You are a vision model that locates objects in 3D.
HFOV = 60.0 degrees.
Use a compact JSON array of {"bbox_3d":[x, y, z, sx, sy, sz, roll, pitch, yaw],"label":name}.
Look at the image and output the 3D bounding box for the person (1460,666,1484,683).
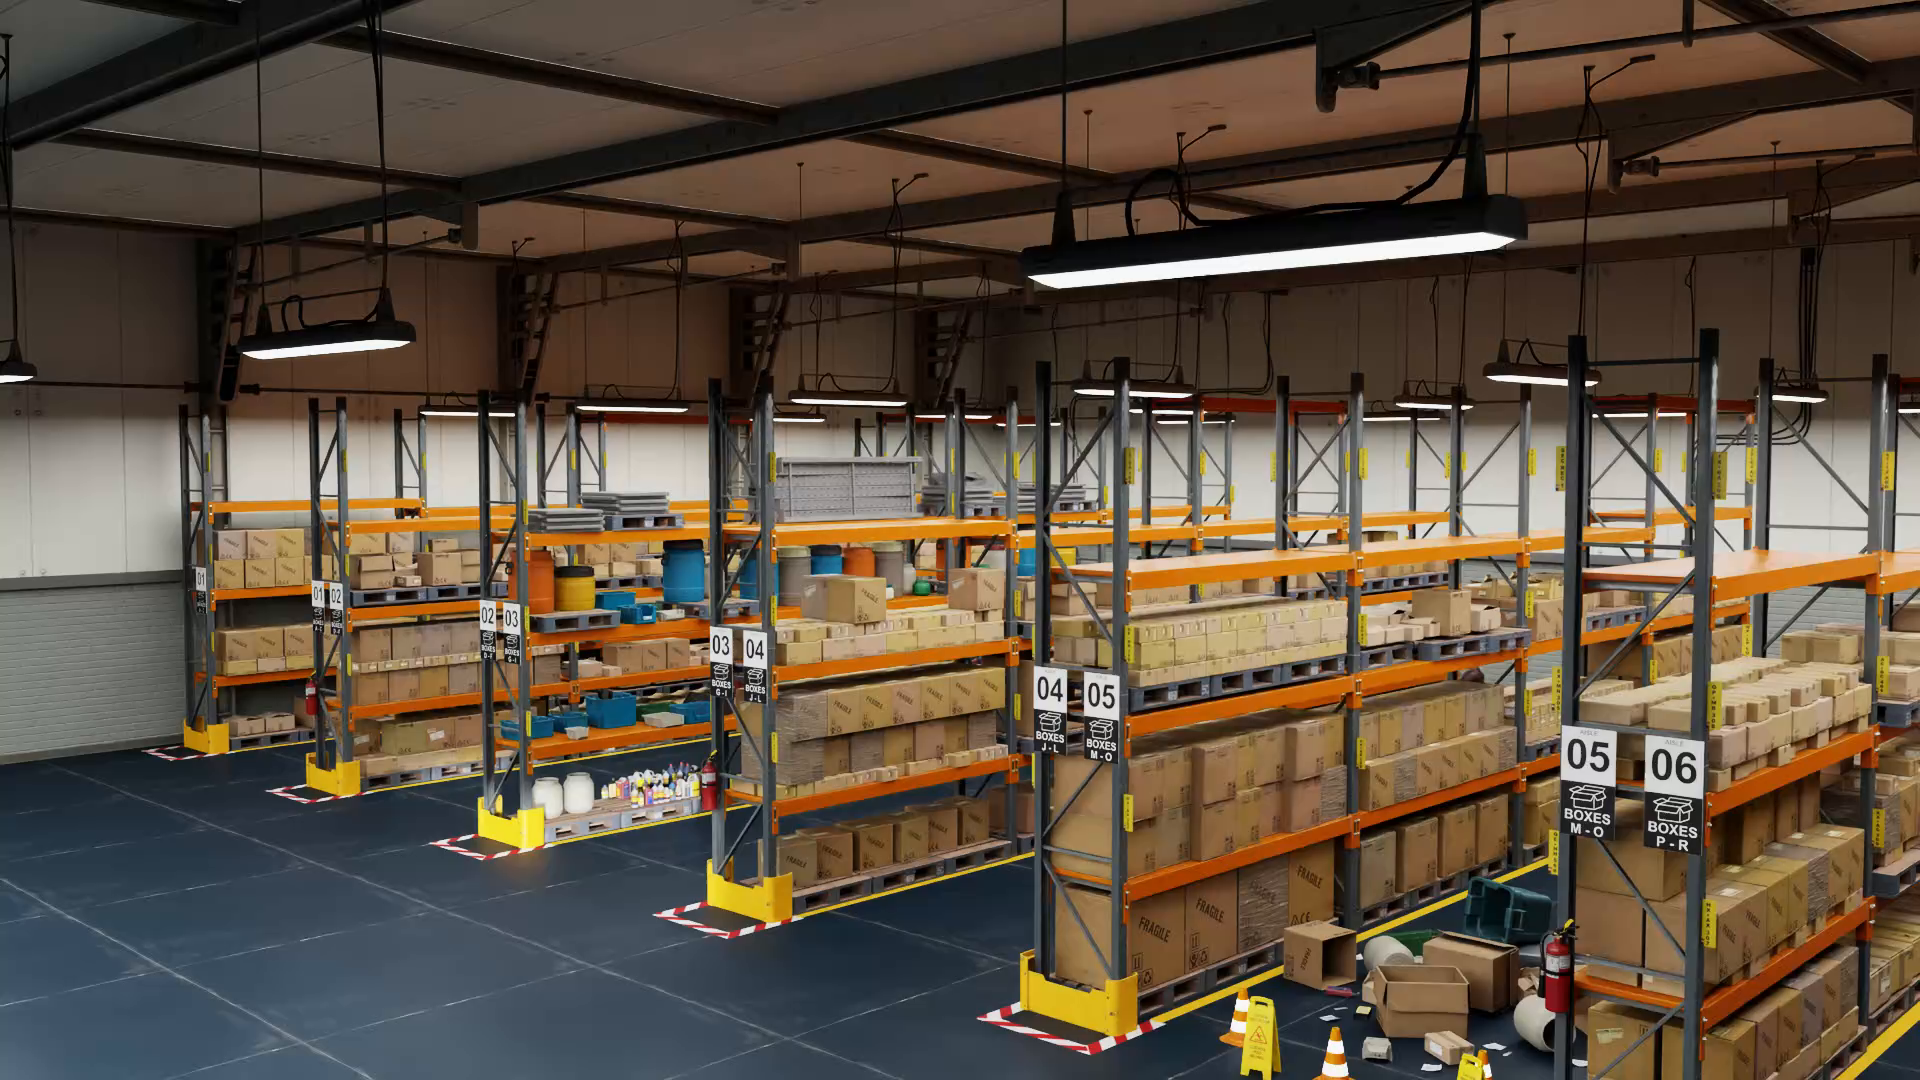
[{"bbox_3d":[8.511,2.806,27.980,0.638,1.778,0.518,-2,4,-33],"label":"person"}]
